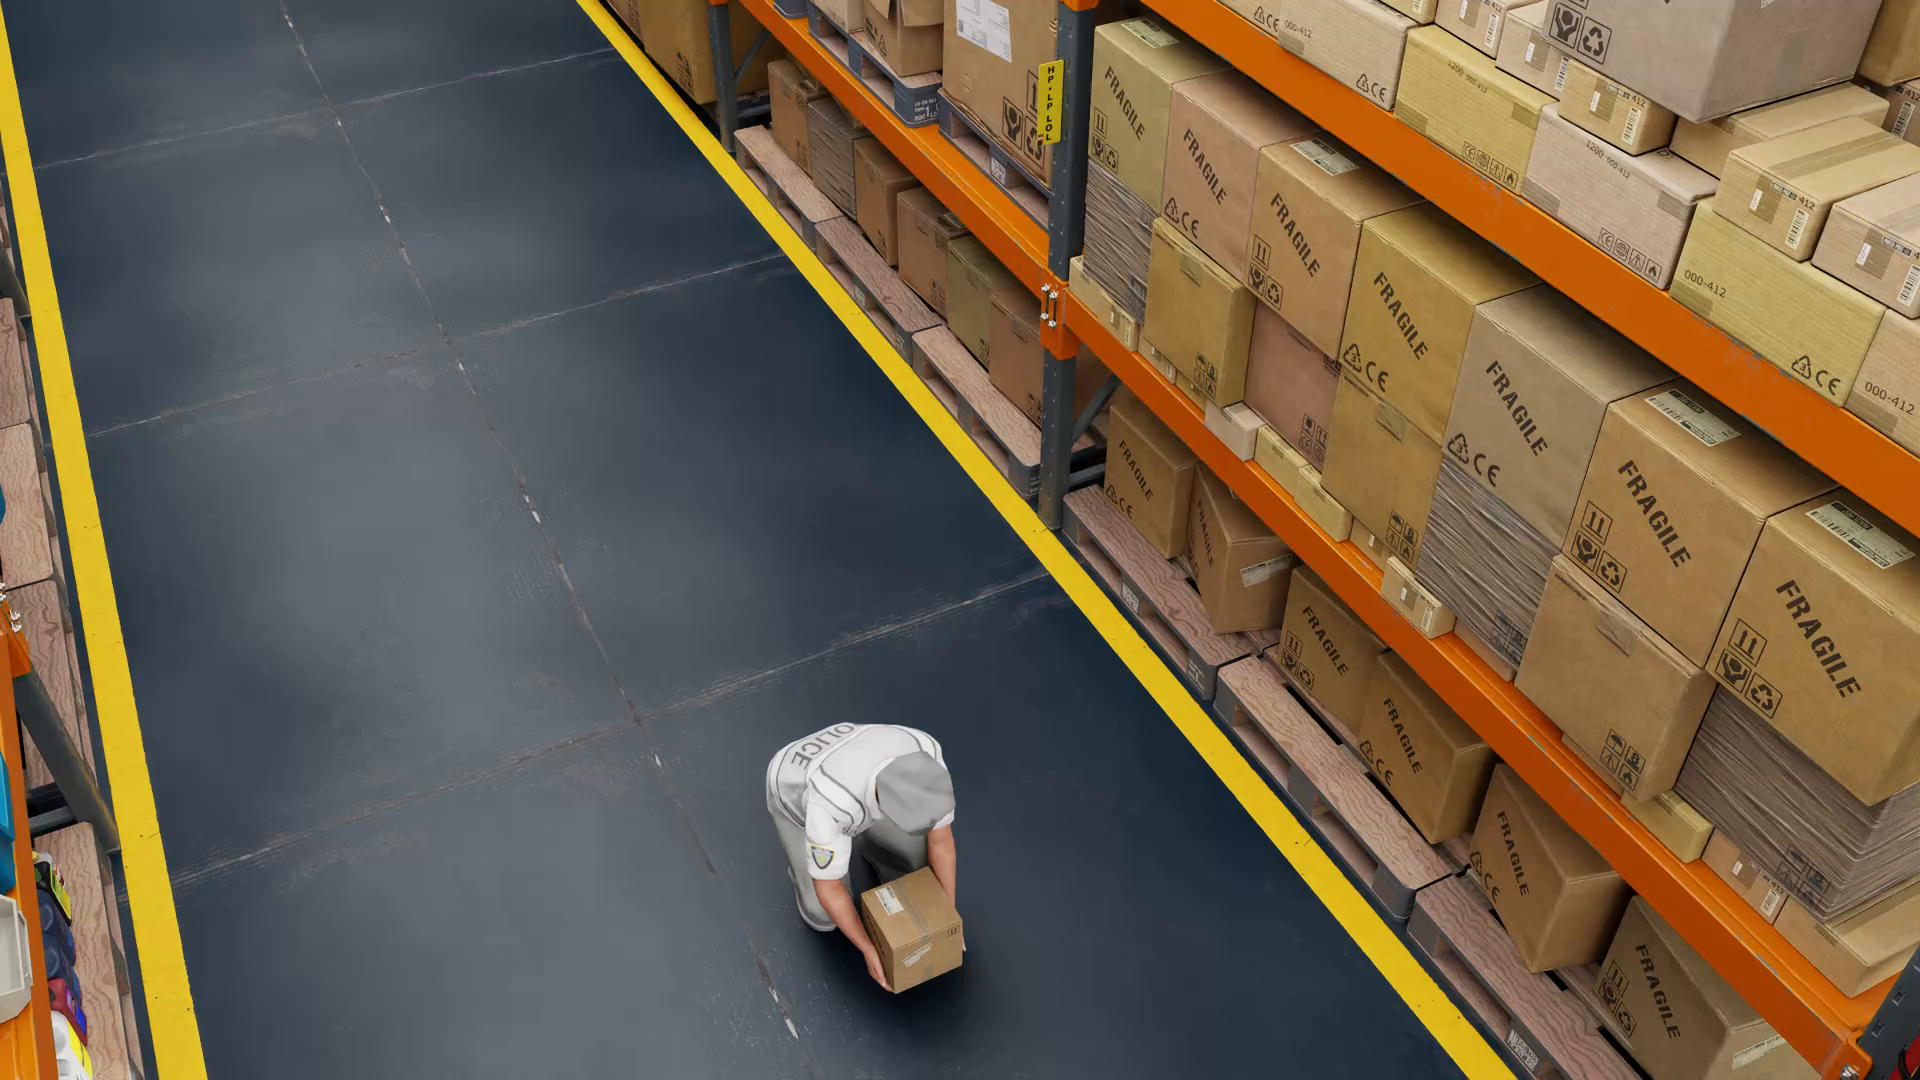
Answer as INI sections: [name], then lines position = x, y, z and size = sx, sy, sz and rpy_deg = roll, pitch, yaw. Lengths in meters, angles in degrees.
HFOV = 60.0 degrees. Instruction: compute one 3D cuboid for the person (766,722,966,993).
[person]
position = -0.323, 0.953, 5.634
size = 0.550, 1.011, 0.901
rpy_deg = -19, 44, -21
